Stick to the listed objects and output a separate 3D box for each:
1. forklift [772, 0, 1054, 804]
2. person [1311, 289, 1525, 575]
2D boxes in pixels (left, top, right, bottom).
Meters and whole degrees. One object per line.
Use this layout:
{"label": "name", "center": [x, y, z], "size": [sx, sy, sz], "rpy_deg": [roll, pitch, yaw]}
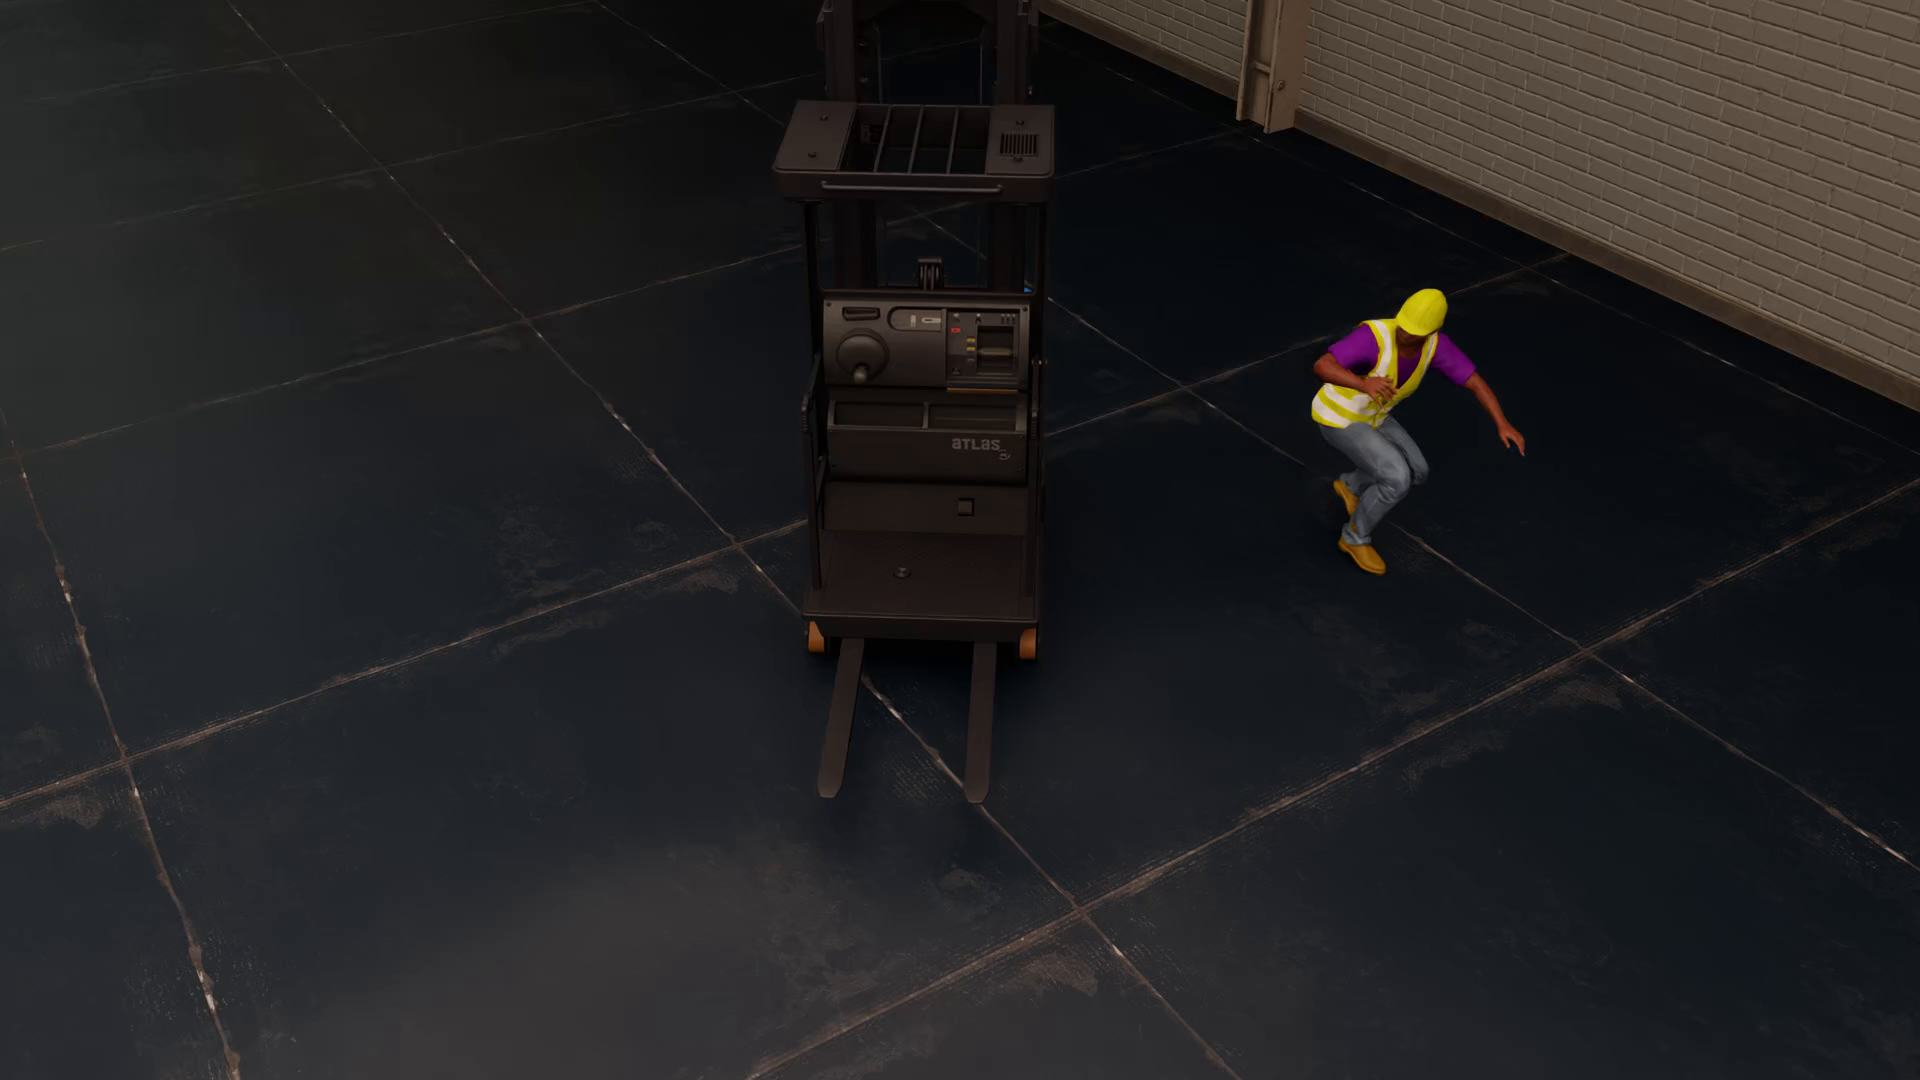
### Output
{"label": "forklift", "center": [-0.160, -0.823, 7.319], "size": [1.130, 2.935, 3.031], "rpy_deg": [2, 35, 2]}
{"label": "person", "center": [2.181, -0.527, 8.173], "size": [0.837, 1.477, 0.991], "rpy_deg": [-27, 43, -33]}
